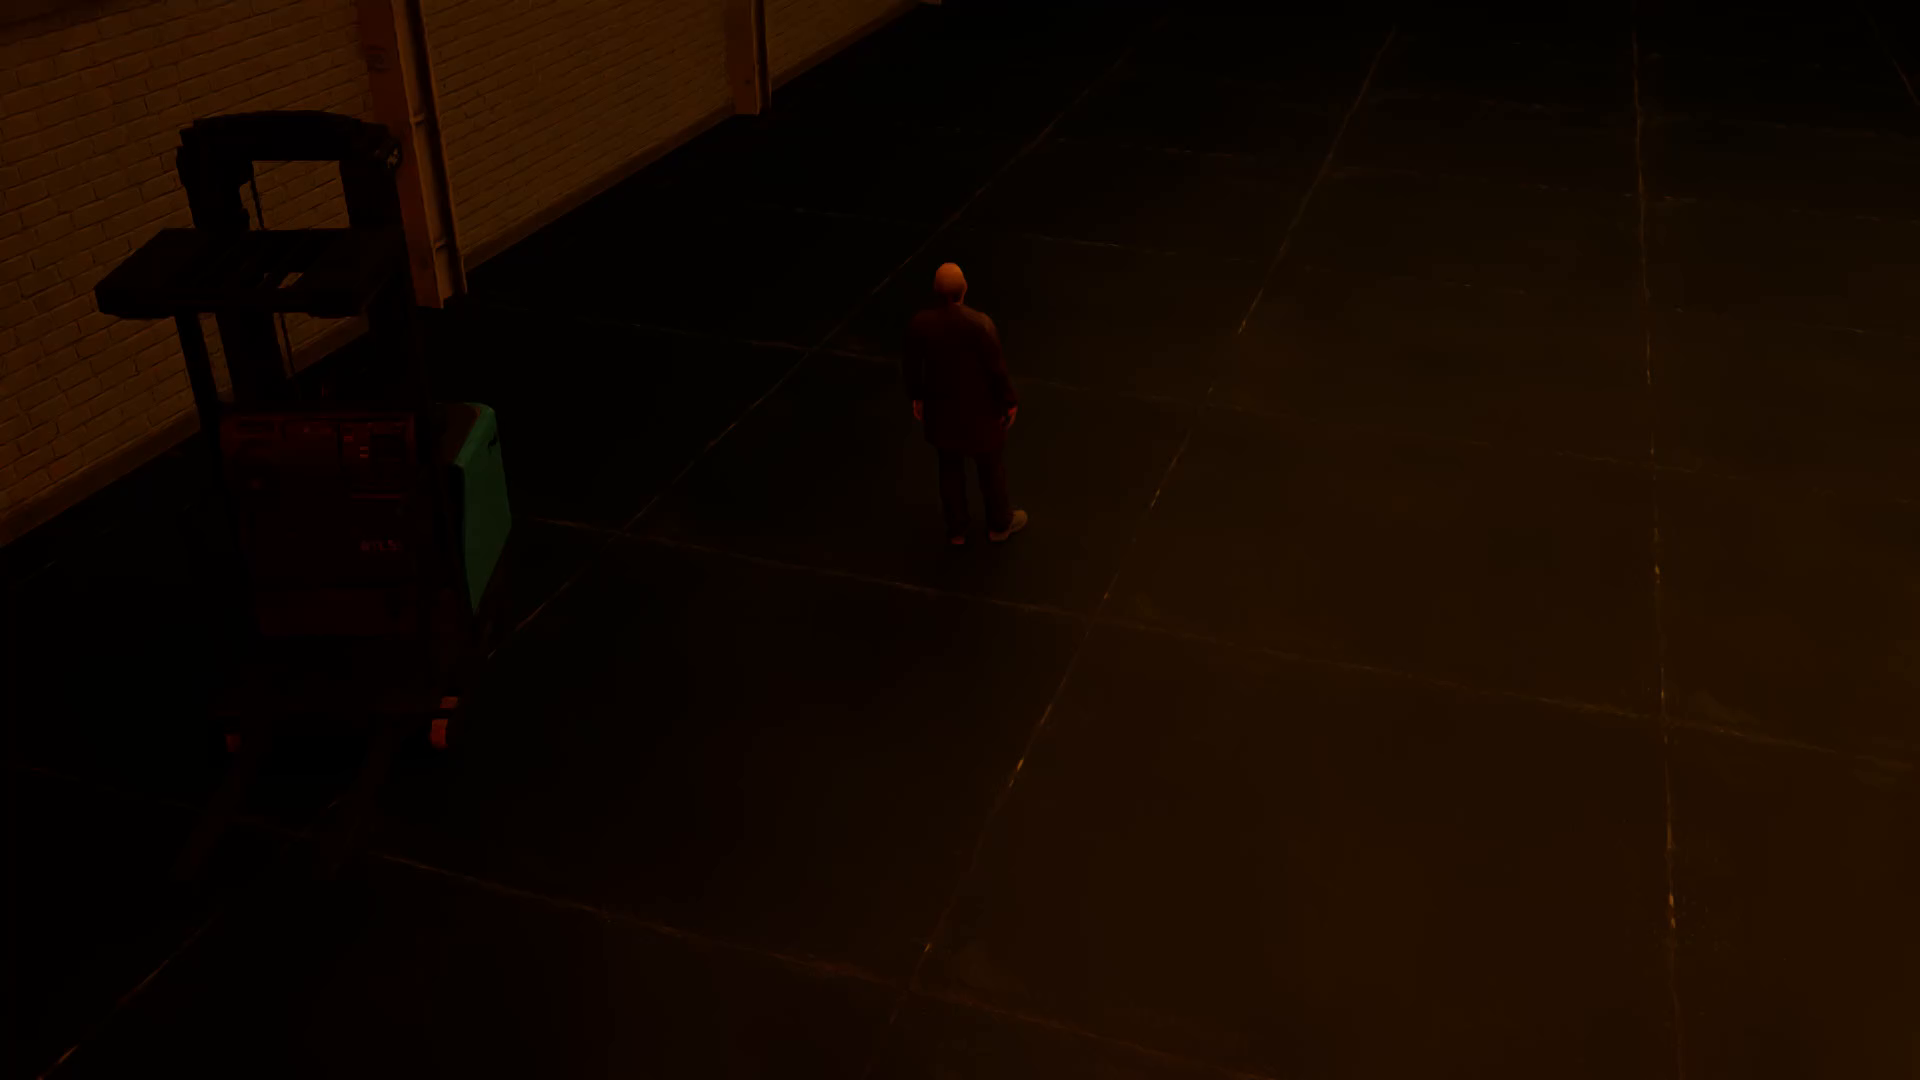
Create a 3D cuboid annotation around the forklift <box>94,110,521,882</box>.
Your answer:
[{"bbox_3d":[-3.069,-0.378,7.799,1.130,2.935,3.031,-1,30,-1],"label":"forklift"}]

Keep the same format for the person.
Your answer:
[{"bbox_3d":[0.034,-0.820,9.726,0.694,1.776,0.580,10,31,16],"label":"person"}]
